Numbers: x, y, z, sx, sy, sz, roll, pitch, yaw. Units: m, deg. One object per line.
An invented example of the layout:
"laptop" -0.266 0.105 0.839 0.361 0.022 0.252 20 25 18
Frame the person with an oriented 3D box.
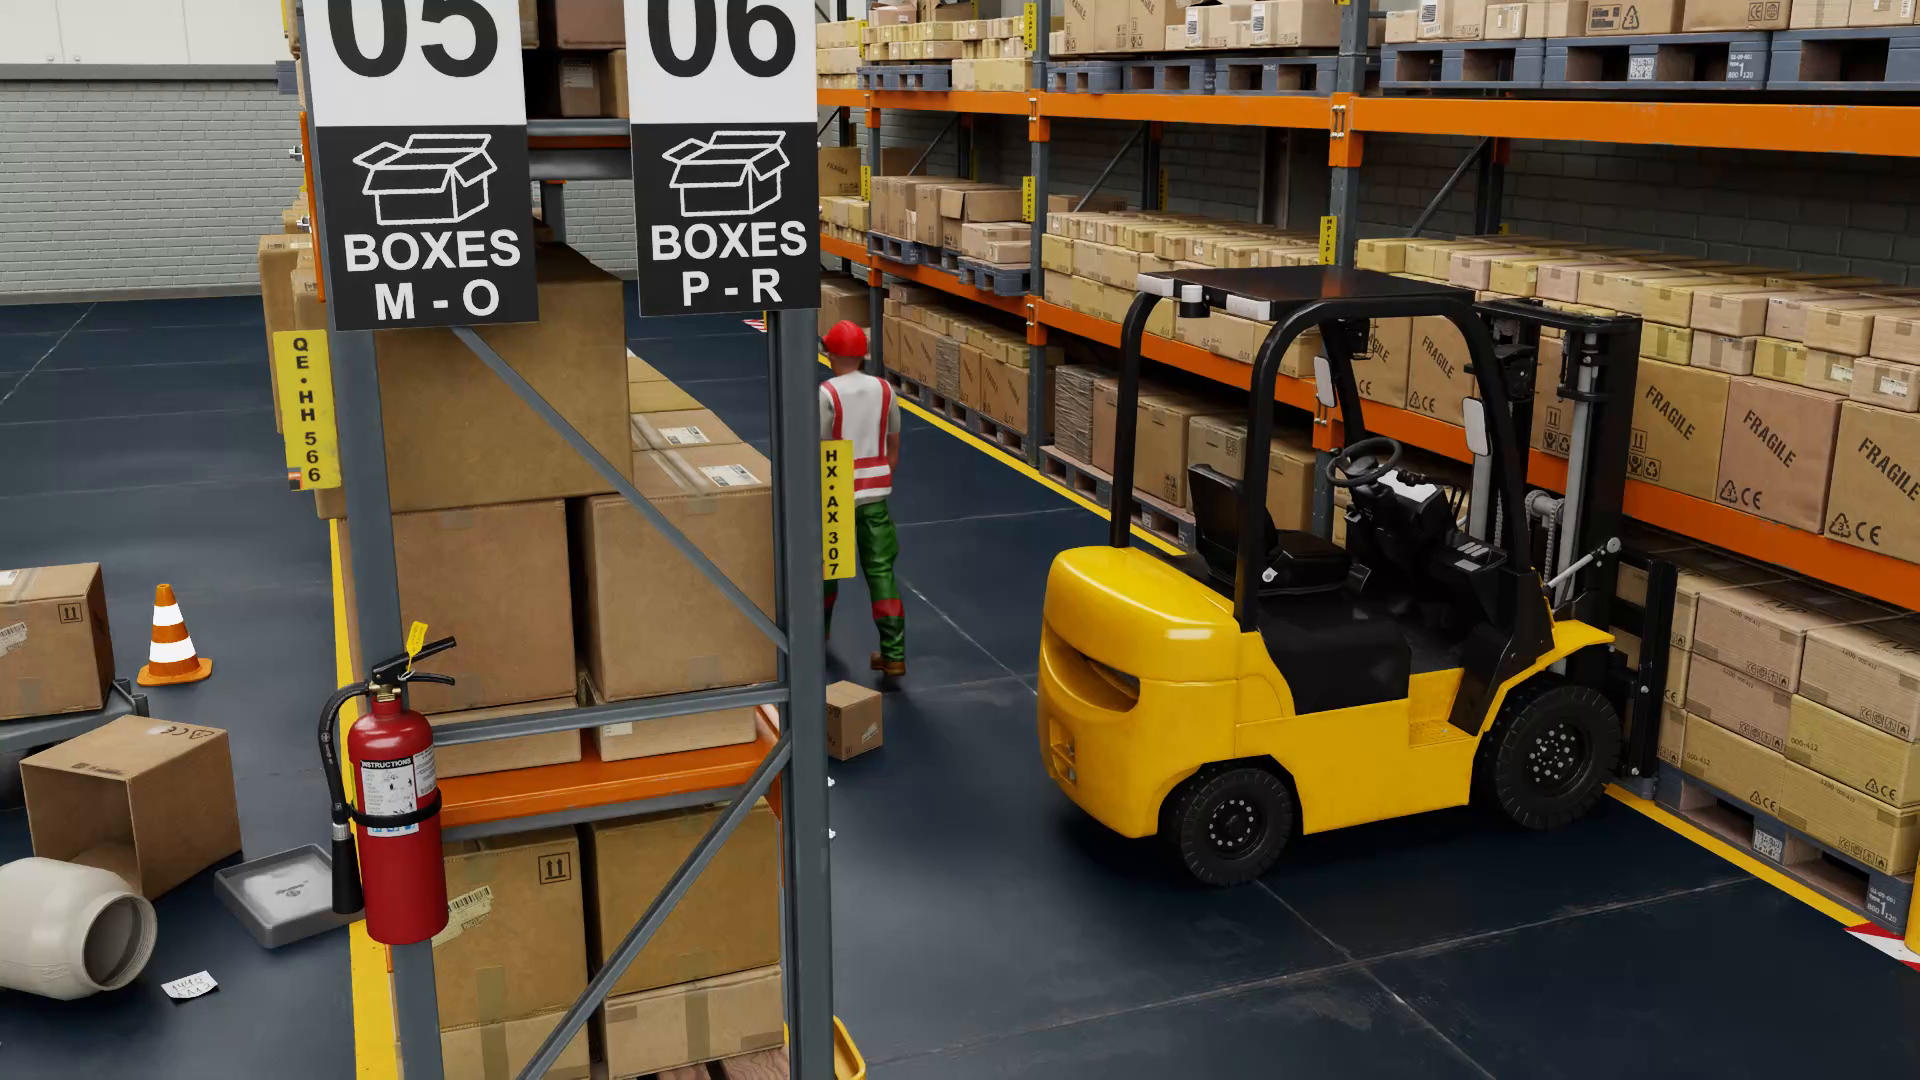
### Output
"person" -0.555 -0.238 8.365 0.547 1.730 1.092 -7 17 -24
